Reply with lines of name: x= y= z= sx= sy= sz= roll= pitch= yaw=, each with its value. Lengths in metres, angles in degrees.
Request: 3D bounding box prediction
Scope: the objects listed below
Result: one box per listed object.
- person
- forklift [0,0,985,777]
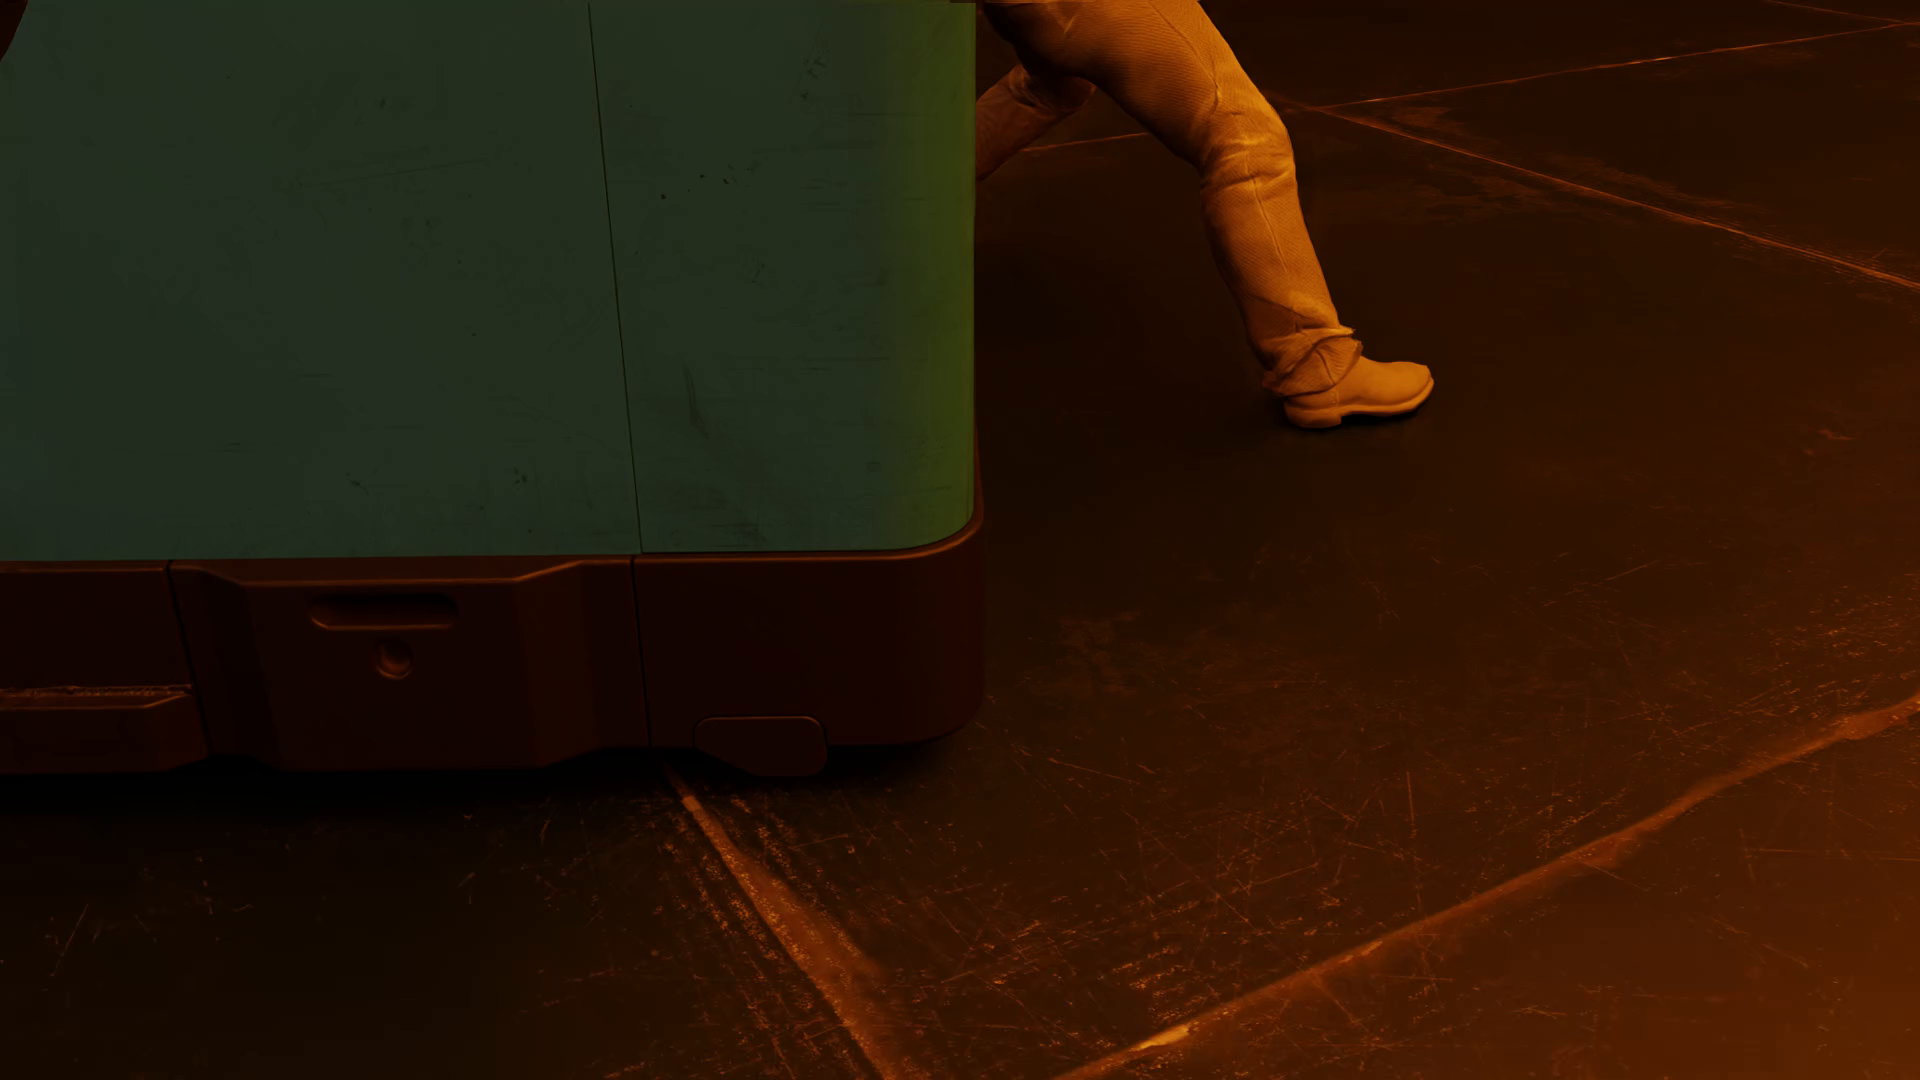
person: x=0.327 y=-1.154 z=3.048 sx=0.835 sy=1.551 sz=1.296 roll=-5 pitch=27 yaw=-10
forklift: x=-1.498 y=-1.231 z=1.687 sx=3.031 sy=2.935 sz=1.130 roll=-1 pitch=27 yaw=-1
